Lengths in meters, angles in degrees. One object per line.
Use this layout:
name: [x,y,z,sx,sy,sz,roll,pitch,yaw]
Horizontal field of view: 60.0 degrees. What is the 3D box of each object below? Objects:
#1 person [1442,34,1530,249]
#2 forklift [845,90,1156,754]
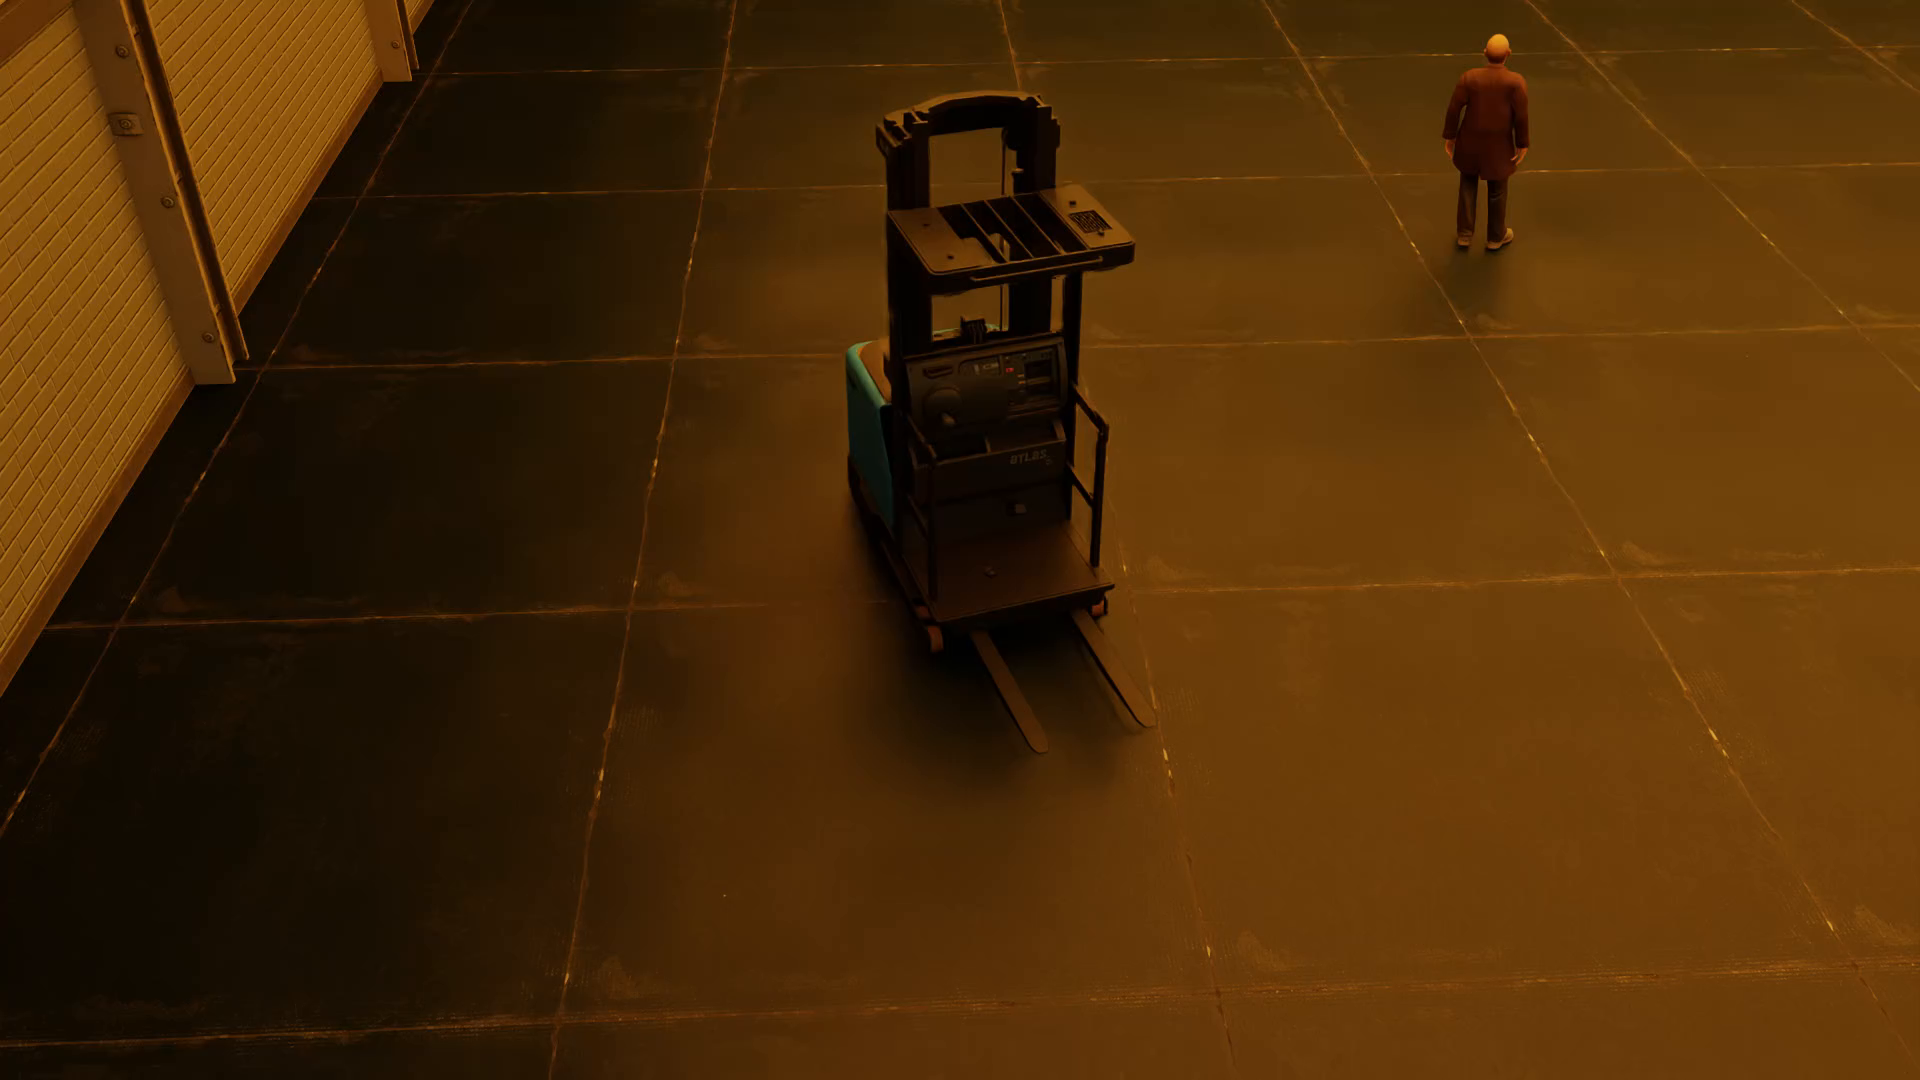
person: [4.250,-3.219,13.394,0.694,1.777,0.572,18,40,23]
forklift: [0.228,-0.805,9.116,1.130,2.935,3.031,-11,38,-15]
